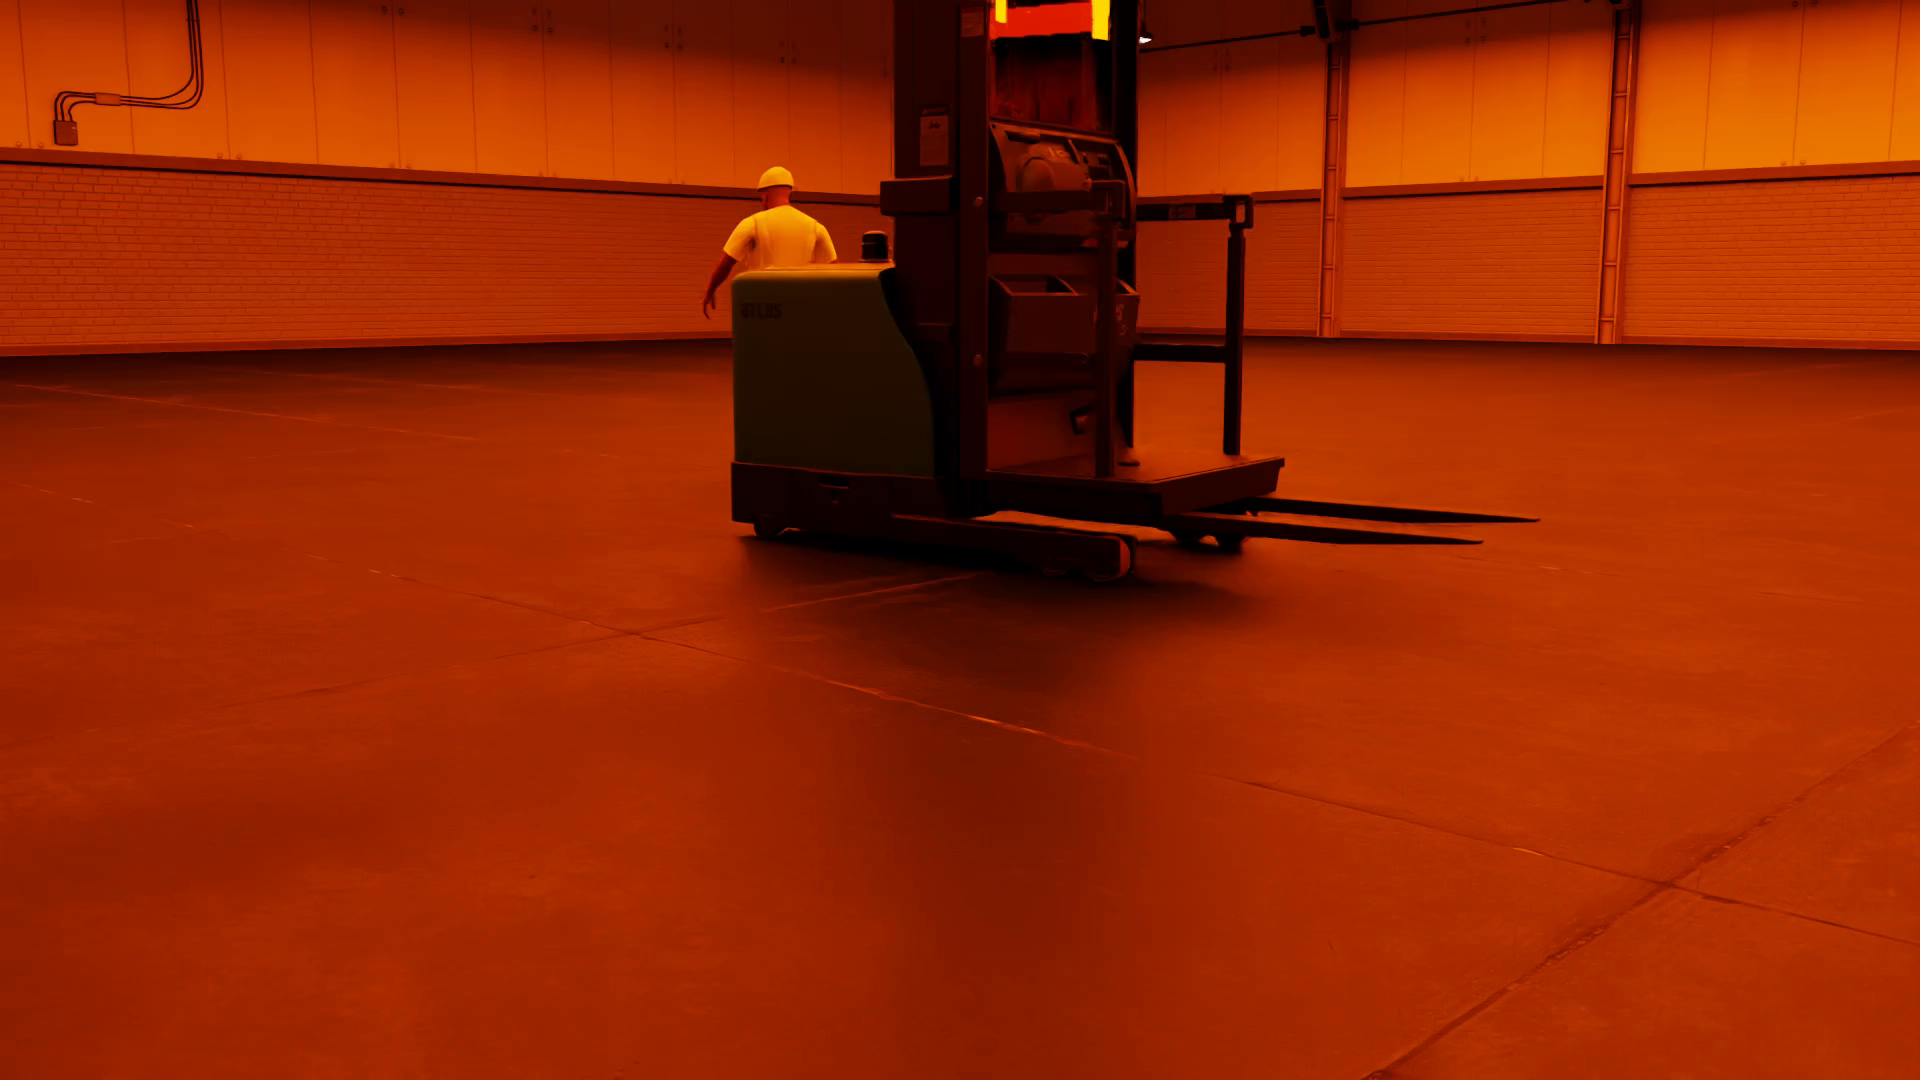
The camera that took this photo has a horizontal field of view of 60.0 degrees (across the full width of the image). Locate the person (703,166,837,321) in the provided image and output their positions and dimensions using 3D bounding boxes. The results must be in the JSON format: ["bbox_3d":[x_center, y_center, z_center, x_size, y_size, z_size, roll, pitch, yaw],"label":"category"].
[{"bbox_3d":[-1.116,-1.419,10.277,0.829,1.747,0.583,-5,10,-31],"label":"person"}]

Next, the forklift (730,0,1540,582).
[{"bbox_3d":[0.565,-1.392,6.121,3.031,2.935,1.130,6,10,35],"label":"forklift"}]
